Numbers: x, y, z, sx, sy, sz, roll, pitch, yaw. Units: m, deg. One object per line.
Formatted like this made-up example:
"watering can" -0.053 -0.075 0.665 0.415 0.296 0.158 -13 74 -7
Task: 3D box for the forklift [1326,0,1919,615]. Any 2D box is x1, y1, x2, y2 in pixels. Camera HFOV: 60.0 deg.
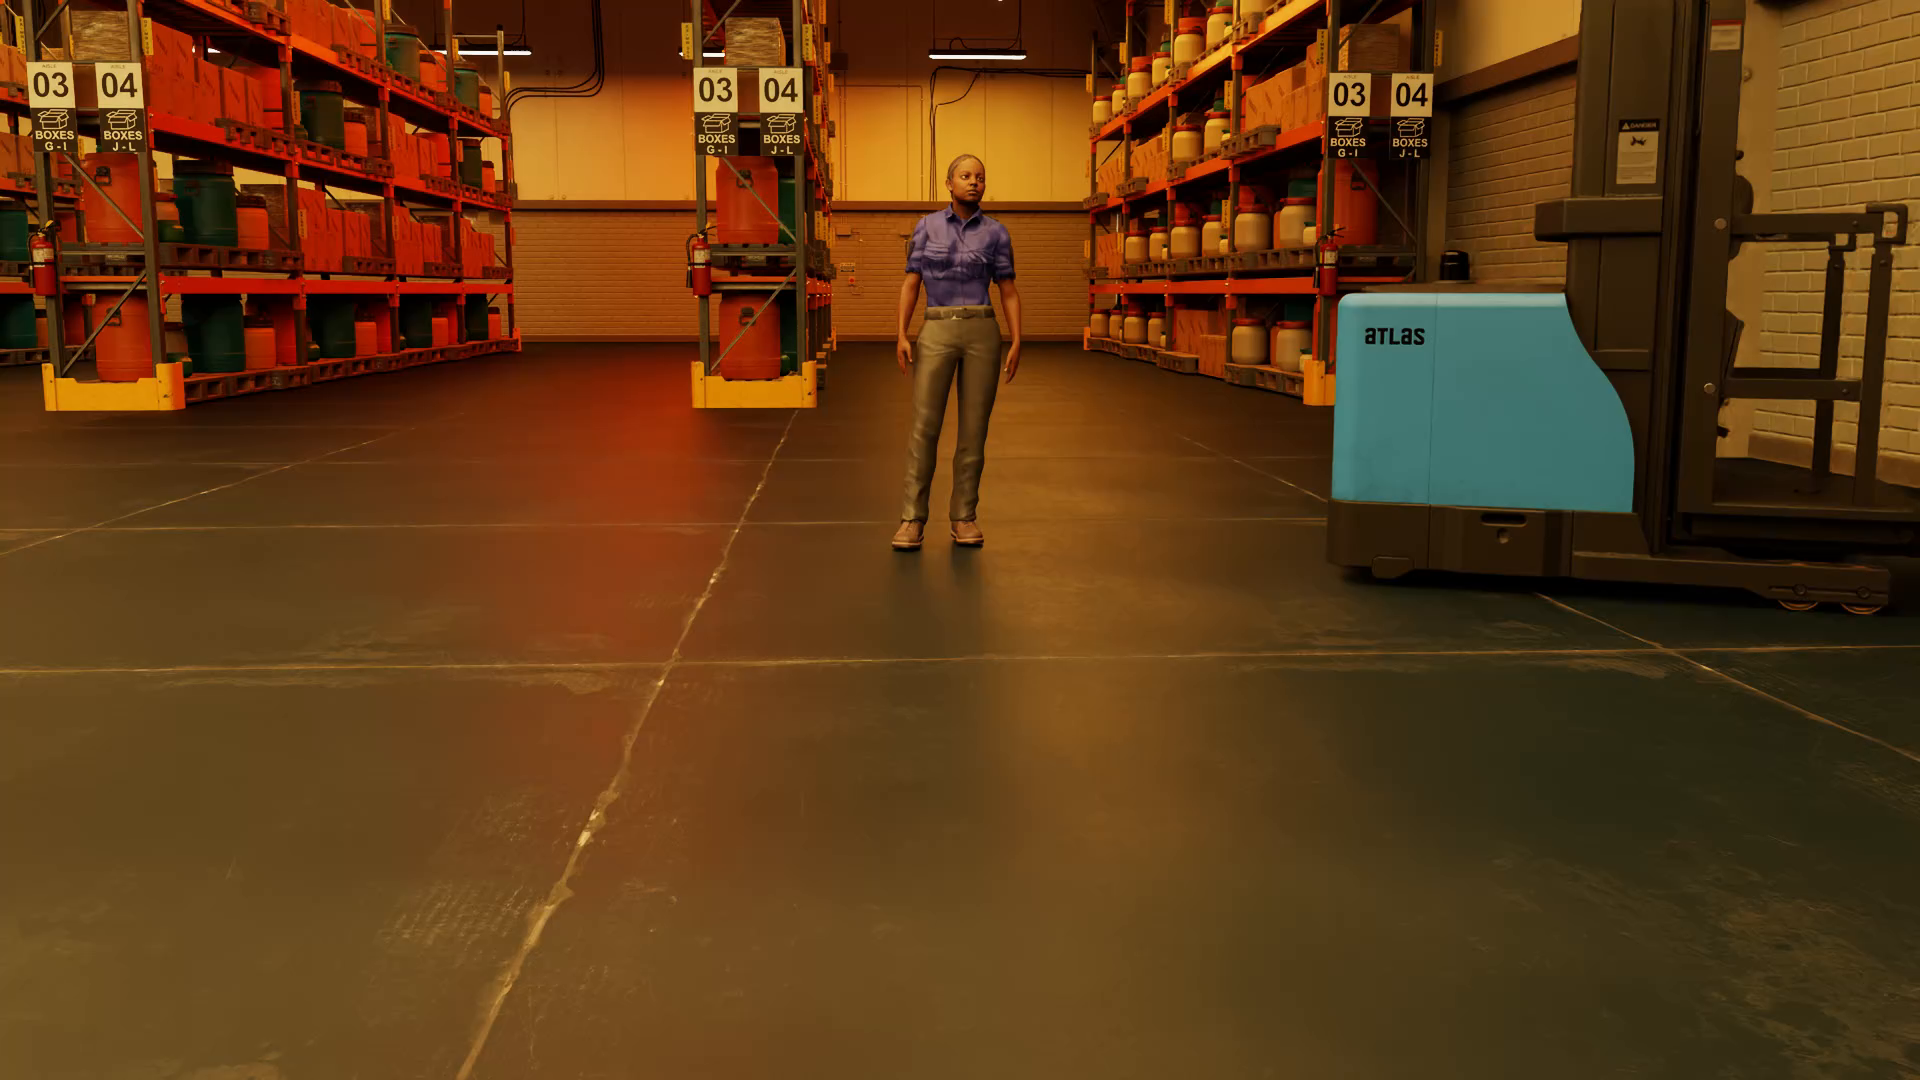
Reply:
"forklift" 2.955 -1.285 5.985 3.031 2.935 1.130 3 9 19

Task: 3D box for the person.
"person" -0.014 -0.812 7.099 0.570 1.656 0.503 -1 8 -4
